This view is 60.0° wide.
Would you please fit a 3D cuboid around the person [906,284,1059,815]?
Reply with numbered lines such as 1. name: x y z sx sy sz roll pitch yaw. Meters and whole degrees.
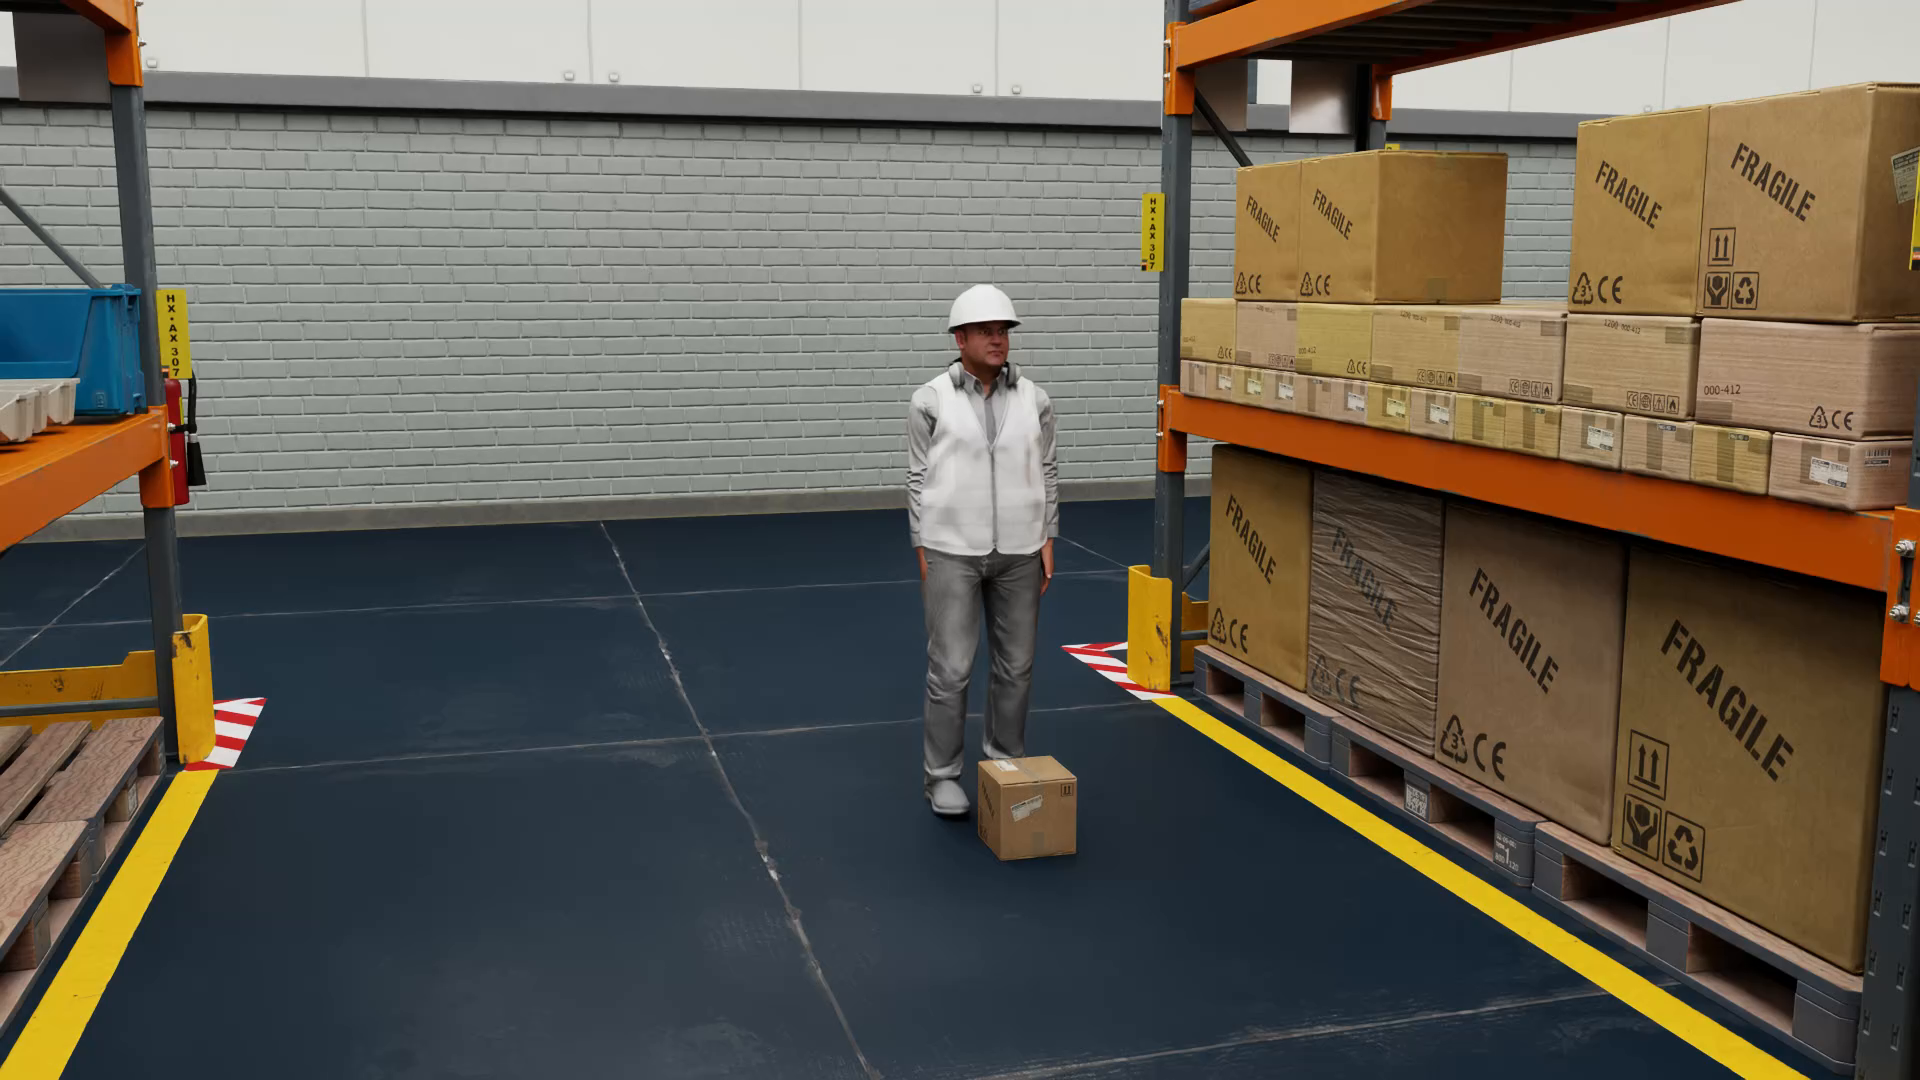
1. person: 0.089 0.036 5.616 0.531 1.777 0.390 -2 9 -15
